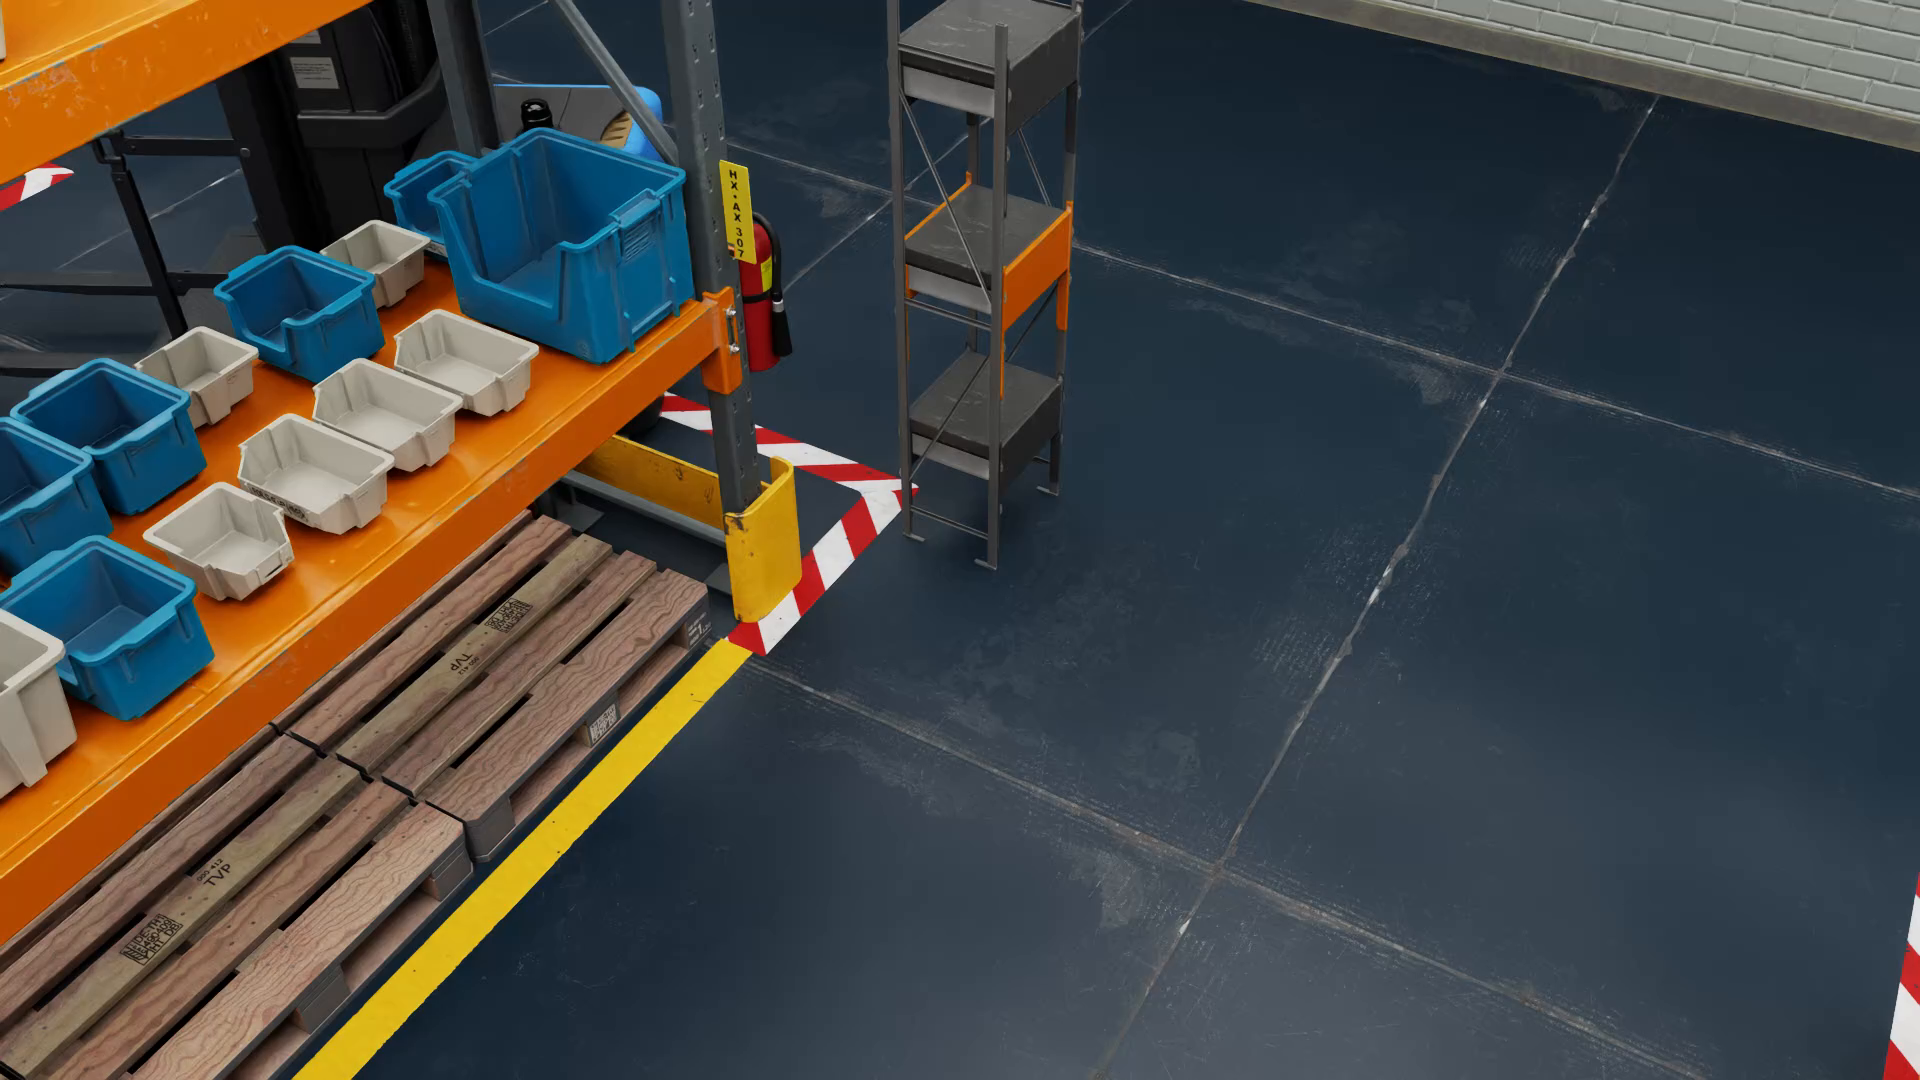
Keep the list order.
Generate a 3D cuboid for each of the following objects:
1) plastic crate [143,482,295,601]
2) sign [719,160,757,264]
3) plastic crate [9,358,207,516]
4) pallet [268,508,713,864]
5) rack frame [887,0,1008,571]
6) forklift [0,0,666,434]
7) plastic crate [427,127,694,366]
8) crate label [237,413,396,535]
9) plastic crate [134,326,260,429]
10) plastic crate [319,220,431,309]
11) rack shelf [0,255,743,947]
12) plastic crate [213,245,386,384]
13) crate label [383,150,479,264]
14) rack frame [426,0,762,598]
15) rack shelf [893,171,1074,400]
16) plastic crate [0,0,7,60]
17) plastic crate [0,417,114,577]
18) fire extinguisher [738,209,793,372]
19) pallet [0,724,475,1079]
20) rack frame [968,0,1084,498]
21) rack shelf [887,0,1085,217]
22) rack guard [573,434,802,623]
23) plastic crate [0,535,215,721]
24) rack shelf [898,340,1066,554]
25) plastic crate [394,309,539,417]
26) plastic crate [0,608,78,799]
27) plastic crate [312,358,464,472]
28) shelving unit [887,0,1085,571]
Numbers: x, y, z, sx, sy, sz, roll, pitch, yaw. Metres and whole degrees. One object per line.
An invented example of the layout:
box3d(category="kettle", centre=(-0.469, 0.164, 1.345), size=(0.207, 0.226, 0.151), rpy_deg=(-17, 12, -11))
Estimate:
box3d(category="plastic crate", centre=(-1.806, 0.019, 4.113), size=(0.298, 0.136, 0.250), rpy_deg=(21, 45, 22))
box3d(category="sign", centre=(-0.663, -0.977, 4.966), size=(0.100, 0.325, 0.005), rpy_deg=(21, 45, 22))
box3d(category="plastic crate", centre=(-2.215, -0.262, 4.359), size=(0.416, 0.233, 0.300), rpy_deg=(21, 45, 22))
box3d(category="pallet", centre=(-1.593, 0.418, 5.616), size=(1.003, 0.211, 1.213), rpy_deg=(21, 45, 22))
box3d(category="rack frame", centre=(-0.039, -0.743, 5.505), size=(0.400, 2.100, 0.015), rpy_deg=(21, 45, 22))
box3d(category="forklift", centre=(-2.718, -1.838, 6.120), size=(3.031, 2.935, 1.130), rpy_deg=(1, 41, 1))
box3d(category="plastic crate", centre=(-1.153, -0.870, 4.897), size=(0.616, 0.435, 0.499), rpy_deg=(21, 45, 22))
box3d(category="crate label", centre=(-1.674, -0.156, 4.312), size=(0.396, 0.136, 0.243), rpy_deg=(21, 45, 22))
box3d(category="plastic crate", centre=(-2.127, -0.435, 4.628), size=(0.250, 0.136, 0.298), rpy_deg=(21, 45, 22))
box3d(category="plastic crate", centre=(-1.788, -0.823, 5.069), size=(0.250, 0.136, 0.298), rpy_deg=(21, 45, 22))
box3d(category="rack shelf", centre=(-2.148, 0.326, 4.154), size=(1.077, 0.370, 4.000), rpy_deg=(21, 45, 22))
box3d(category="plastic crate", centre=(-1.885, -0.639, 4.787), size=(0.416, 0.233, 0.300), rpy_deg=(21, 45, 22))
box3d(category="crate label", centre=(-1.556, -1.015, 5.214), size=(0.416, 0.233, 0.303), rpy_deg=(21, 45, 22))
box3d(category="rack frame", centre=(-1.147, -1.088, 5.216), size=(1.000, 3.000, 0.127), rpy_deg=(21, 45, 22))
box3d(category="rack shelf", centre=(0.083, -0.872, 5.673), size=(0.431, 0.518, 0.480), rpy_deg=(21, 45, 22))
box3d(category="plastic crate", centre=(-1.966, -0.850, 2.876), size=(0.437, 0.136, 0.530), rpy_deg=(21, 45, 22))
box3d(category="plastic crate", centre=(-2.365, -0.090, 4.164), size=(0.416, 0.233, 0.300), rpy_deg=(21, 45, 22))
box3d(category="fire extinguisher", centre=(-0.678, -0.855, 5.292), size=(0.296, 0.674, 0.183), rpy_deg=(21, 45, 22))
box3d(category="pallet", centre=(-2.205, 1.113, 4.826), size=(1.003, 0.211, 1.213), rpy_deg=(21, 45, 22))
box3d(category="rack frame", centre=(0.205, -1.022, 5.822), size=(0.400, 2.100, 0.015), rpy_deg=(21, 45, 22))
box3d(category="rack shelf", centre=(0.083, -1.398, 5.210), size=(0.431, 0.518, 0.480), rpy_deg=(21, 45, 22))
box3d(category="rack guard", centre=(-1.146, -0.168, 6.062), size=(1.175, 0.500, 0.348), rpy_deg=(21, 45, 22))
box3d(category="plastic crate", centre=(-1.953, 0.212, 3.821), size=(0.416, 0.233, 0.300), rpy_deg=(21, 45, 22))
box3d(category="rack shelf", centre=(0.083, -0.347, 6.135), size=(0.431, 0.518, 0.480), rpy_deg=(21, 45, 22))
box3d(category="plastic crate", centre=(-1.398, -0.485, 4.685), size=(0.396, 0.136, 0.243), rpy_deg=(21, 45, 22))
box3d(category="plastic crate", centre=(-2.225, 0.410, 3.559), size=(0.437, 0.282, 0.530), rpy_deg=(21, 45, 22))
box3d(category="plastic crate", centre=(-1.556, -0.324, 4.502), size=(0.396, 0.136, 0.243), rpy_deg=(21, 45, 22))
box3d(category="shelving unit", centre=(0.083, -0.883, 5.664), size=(0.431, 2.100, 0.503), rpy_deg=(21, 45, 22))
